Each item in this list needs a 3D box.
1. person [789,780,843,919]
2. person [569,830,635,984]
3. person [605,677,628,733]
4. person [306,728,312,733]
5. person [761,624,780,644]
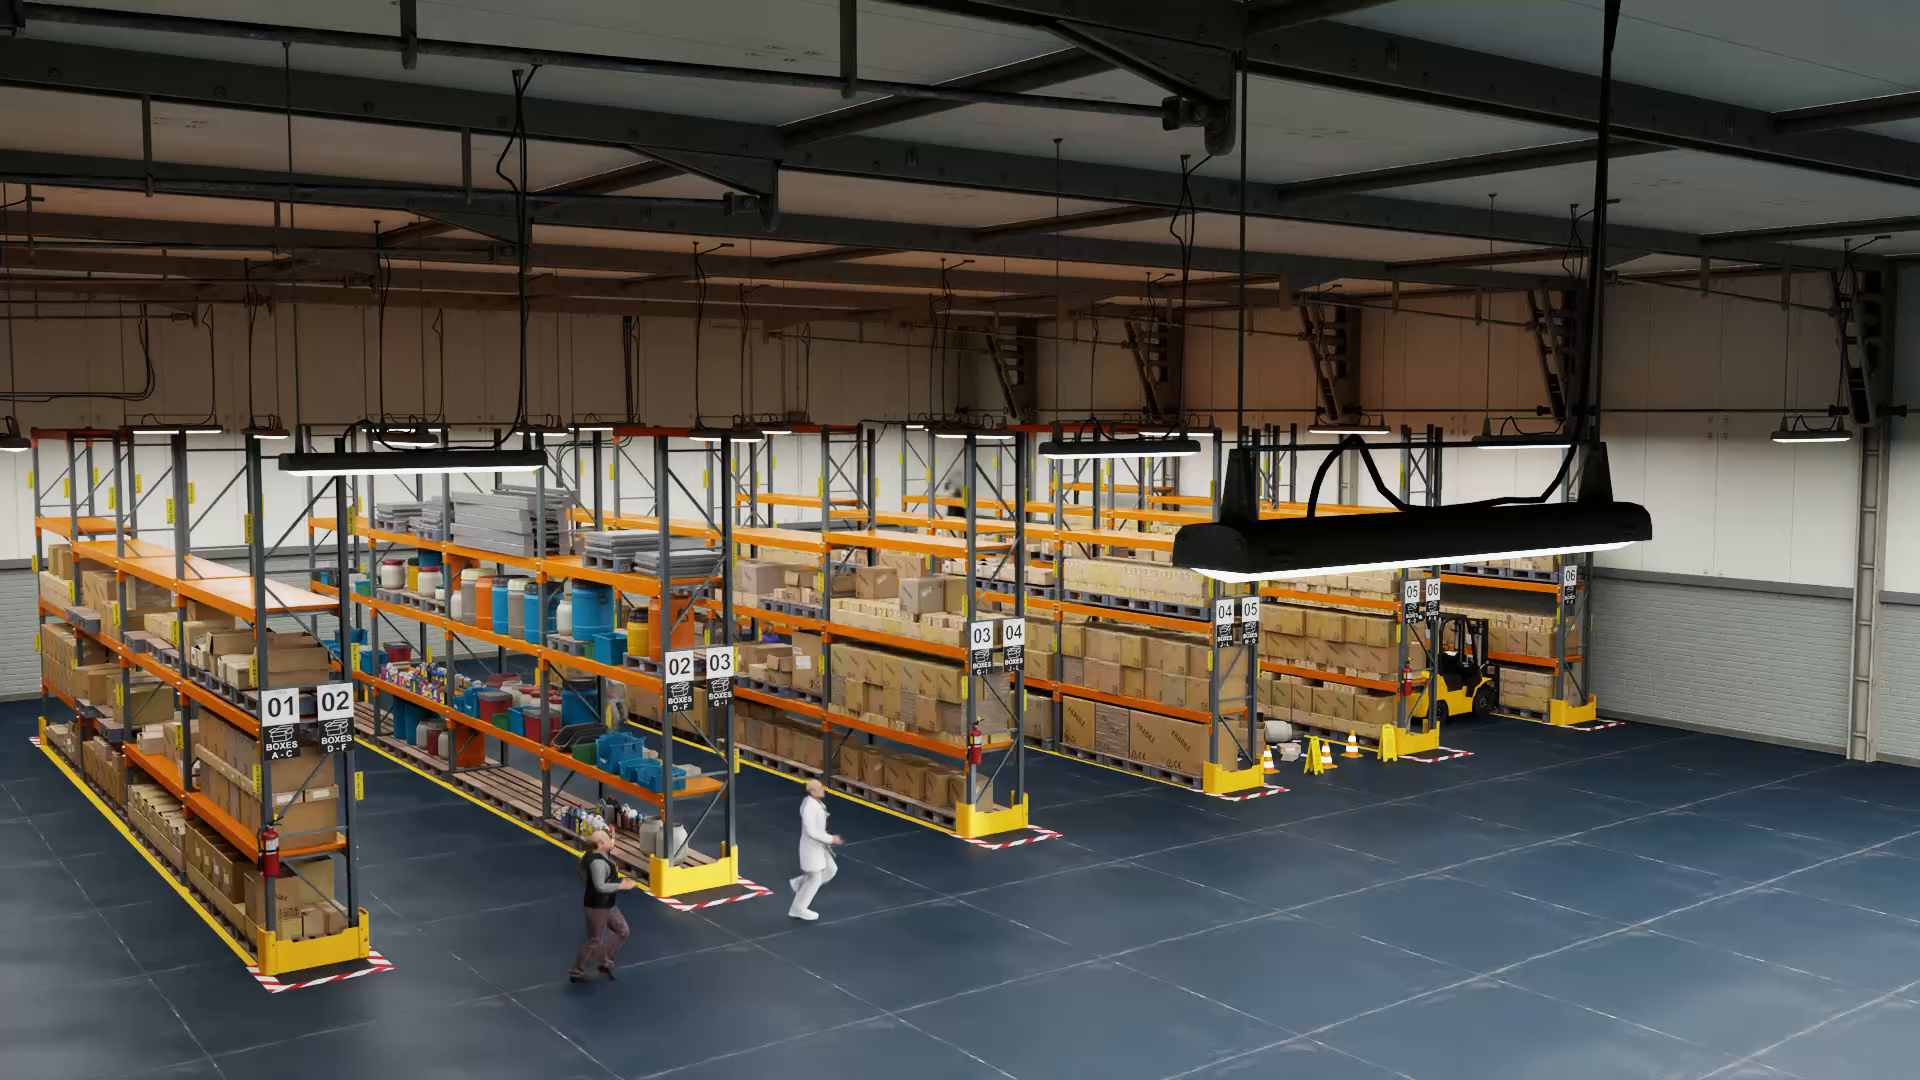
[{"bbox_3d":[-1.789,3.840,20.746,0.694,1.739,0.743,0,4,3],"label":"person"},{"bbox_3d":[-3.932,4.139,18.254,0.736,1.574,0.648,-1,5,-8],"label":"person"},{"bbox_3d":[-6.548,3.073,31.641,0.532,1.550,0.559,-4,6,-41],"label":"person"},{"bbox_3d":[-11.839,3.172,29.765,0.610,1.668,0.896,-4,6,-43],"label":"person"},{"bbox_3d":[-4.171,2.648,36.331,0.578,1.634,0.846,-3,5,-33],"label":"person"}]
